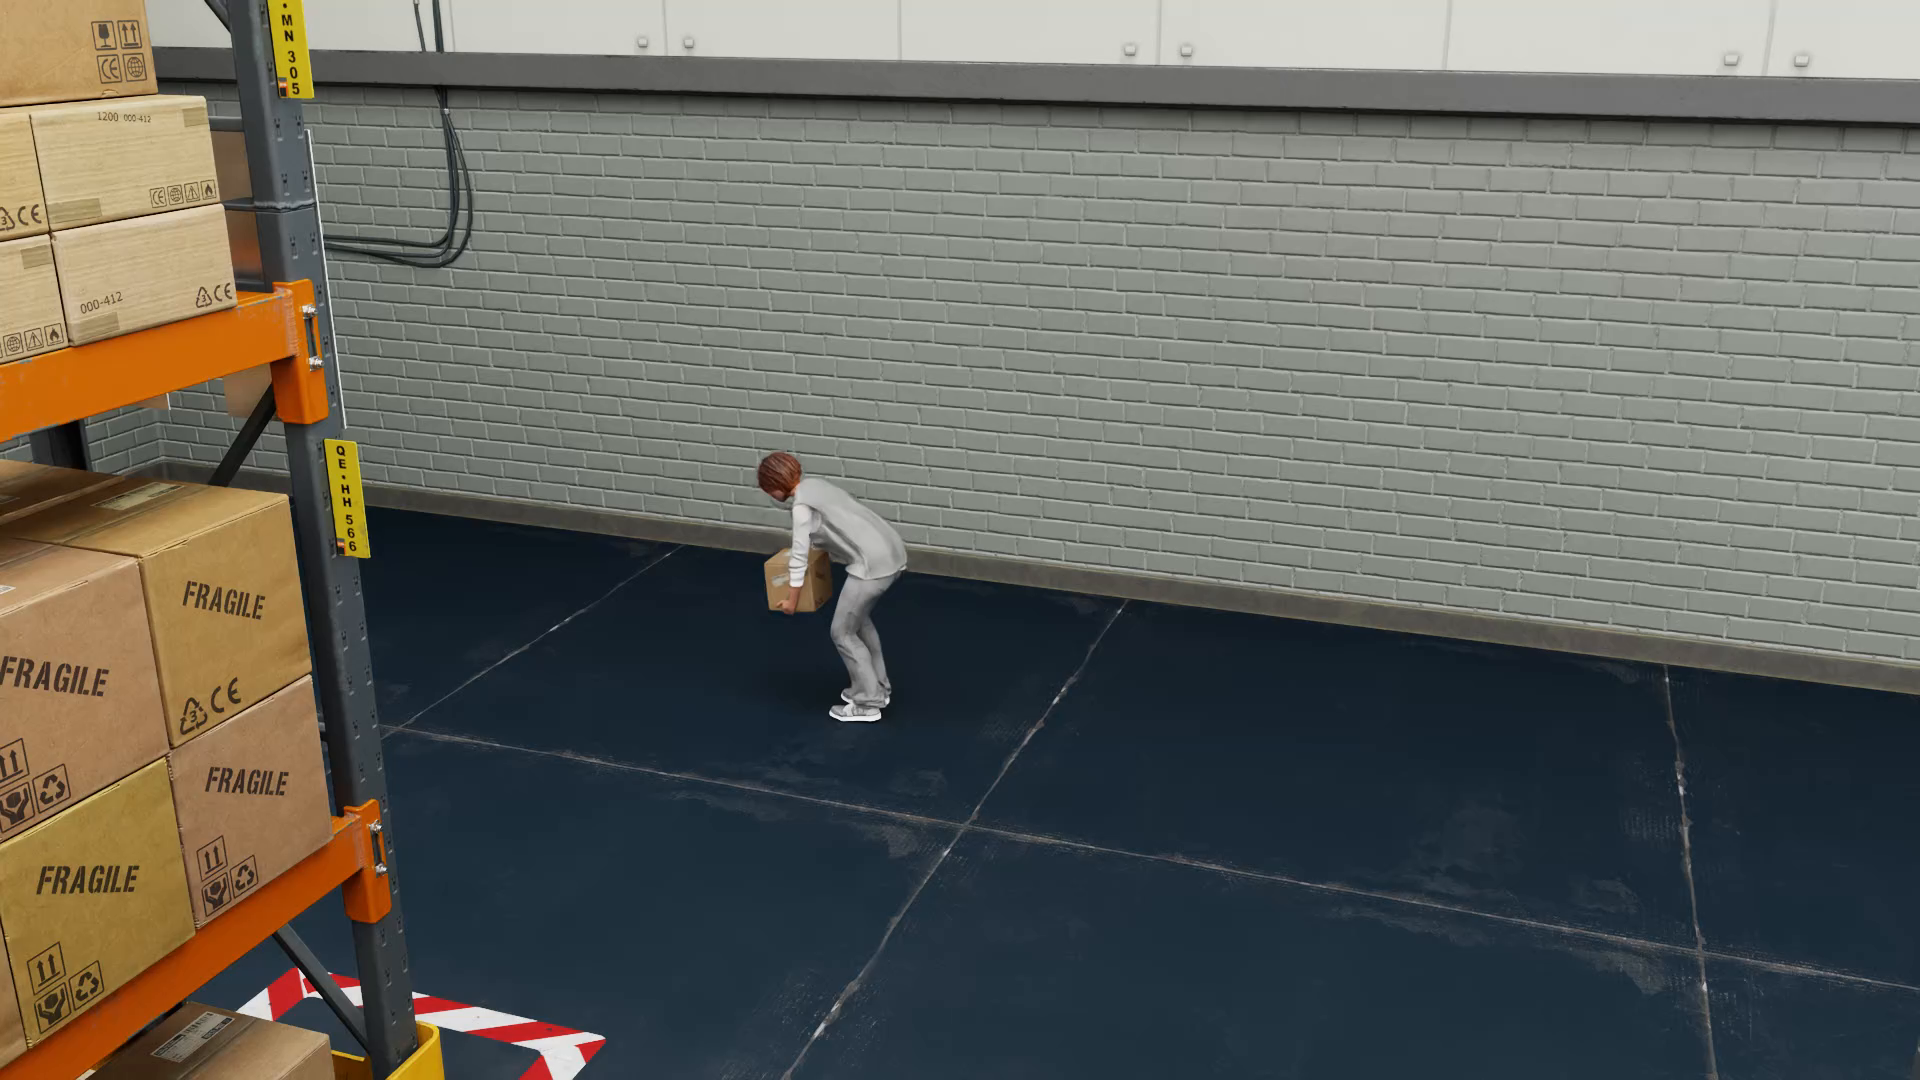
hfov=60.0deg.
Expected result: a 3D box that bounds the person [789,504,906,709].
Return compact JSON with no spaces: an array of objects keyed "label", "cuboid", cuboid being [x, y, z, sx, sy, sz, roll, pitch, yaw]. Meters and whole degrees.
[{"label":"person","cuboid":[-0.545,0.272,8.310,0.539,1.117,0.380,6,20,17]}]
